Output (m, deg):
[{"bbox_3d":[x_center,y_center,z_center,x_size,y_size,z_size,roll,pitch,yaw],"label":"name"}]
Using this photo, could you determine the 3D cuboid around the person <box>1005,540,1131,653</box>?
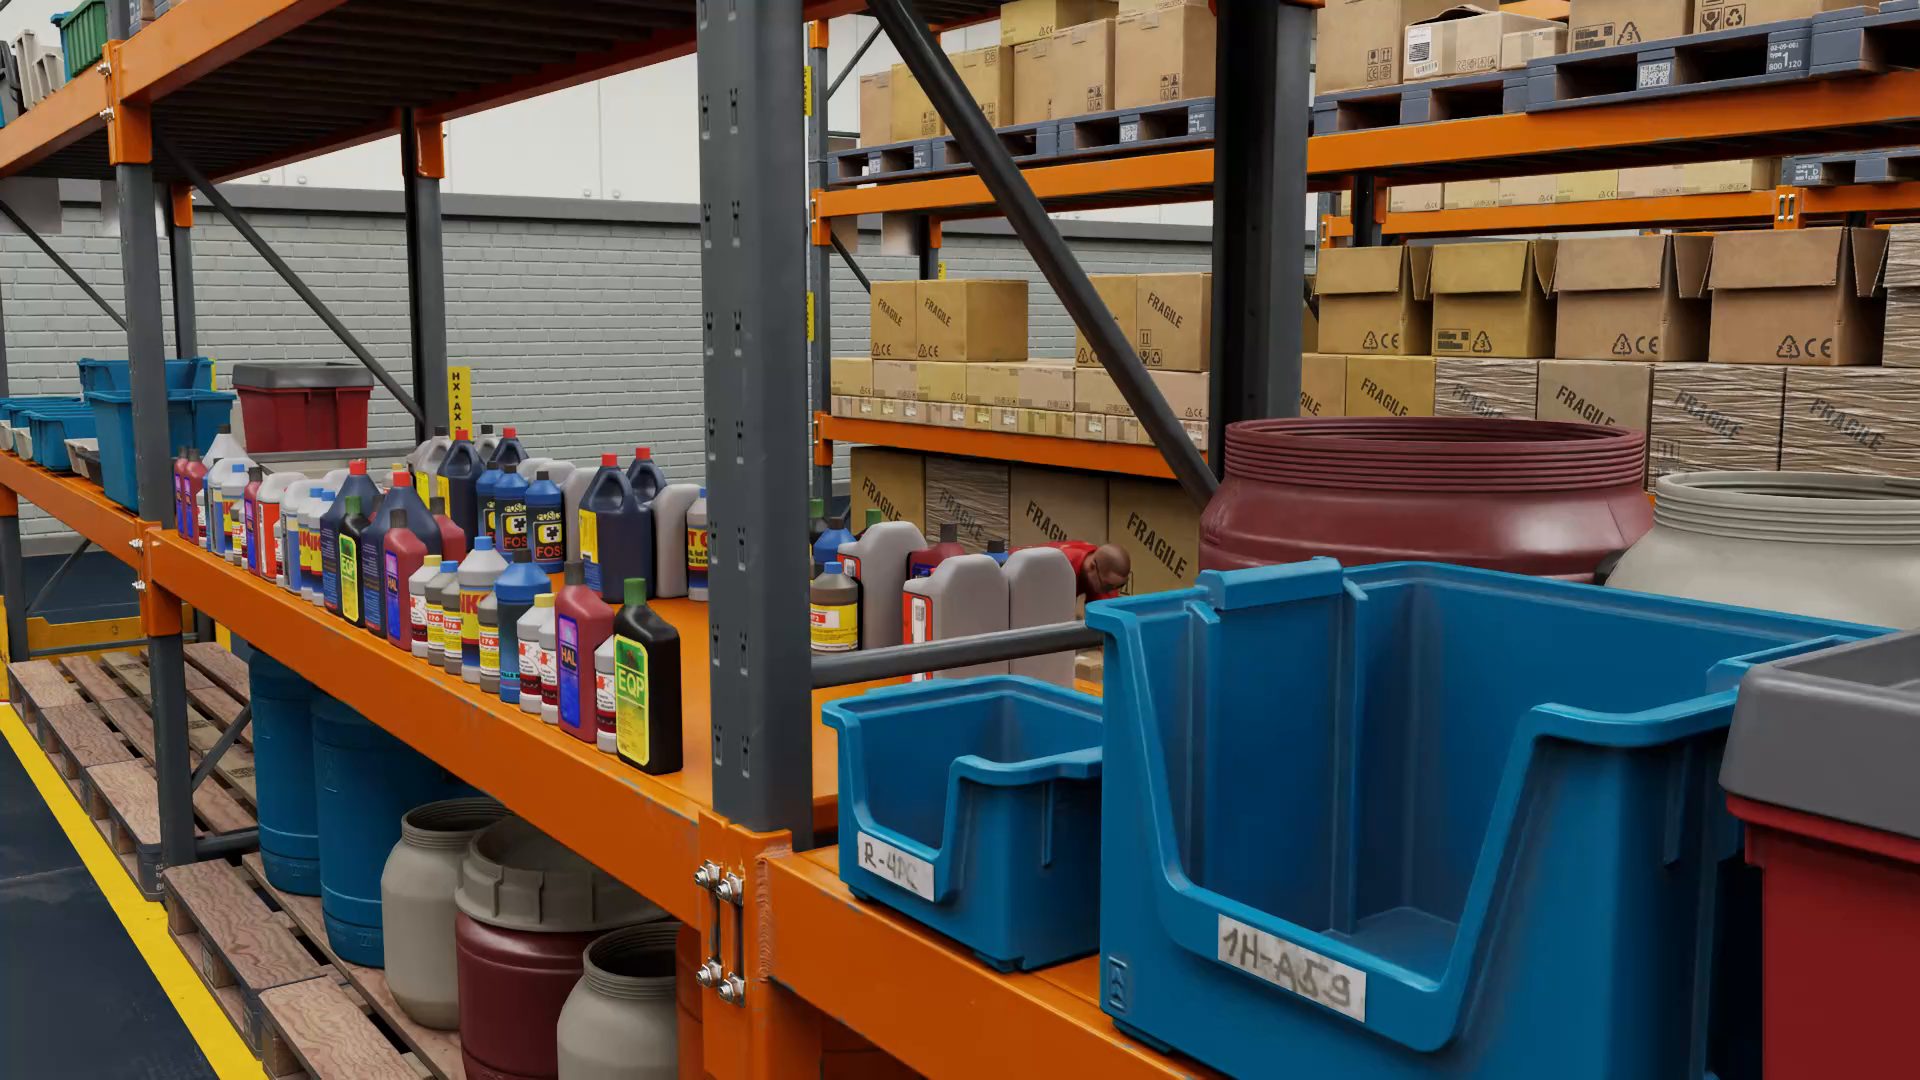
[{"bbox_3d":[0.428,0.463,7.724,0.536,0.987,0.934,-6,10,-38],"label":"person"}]
